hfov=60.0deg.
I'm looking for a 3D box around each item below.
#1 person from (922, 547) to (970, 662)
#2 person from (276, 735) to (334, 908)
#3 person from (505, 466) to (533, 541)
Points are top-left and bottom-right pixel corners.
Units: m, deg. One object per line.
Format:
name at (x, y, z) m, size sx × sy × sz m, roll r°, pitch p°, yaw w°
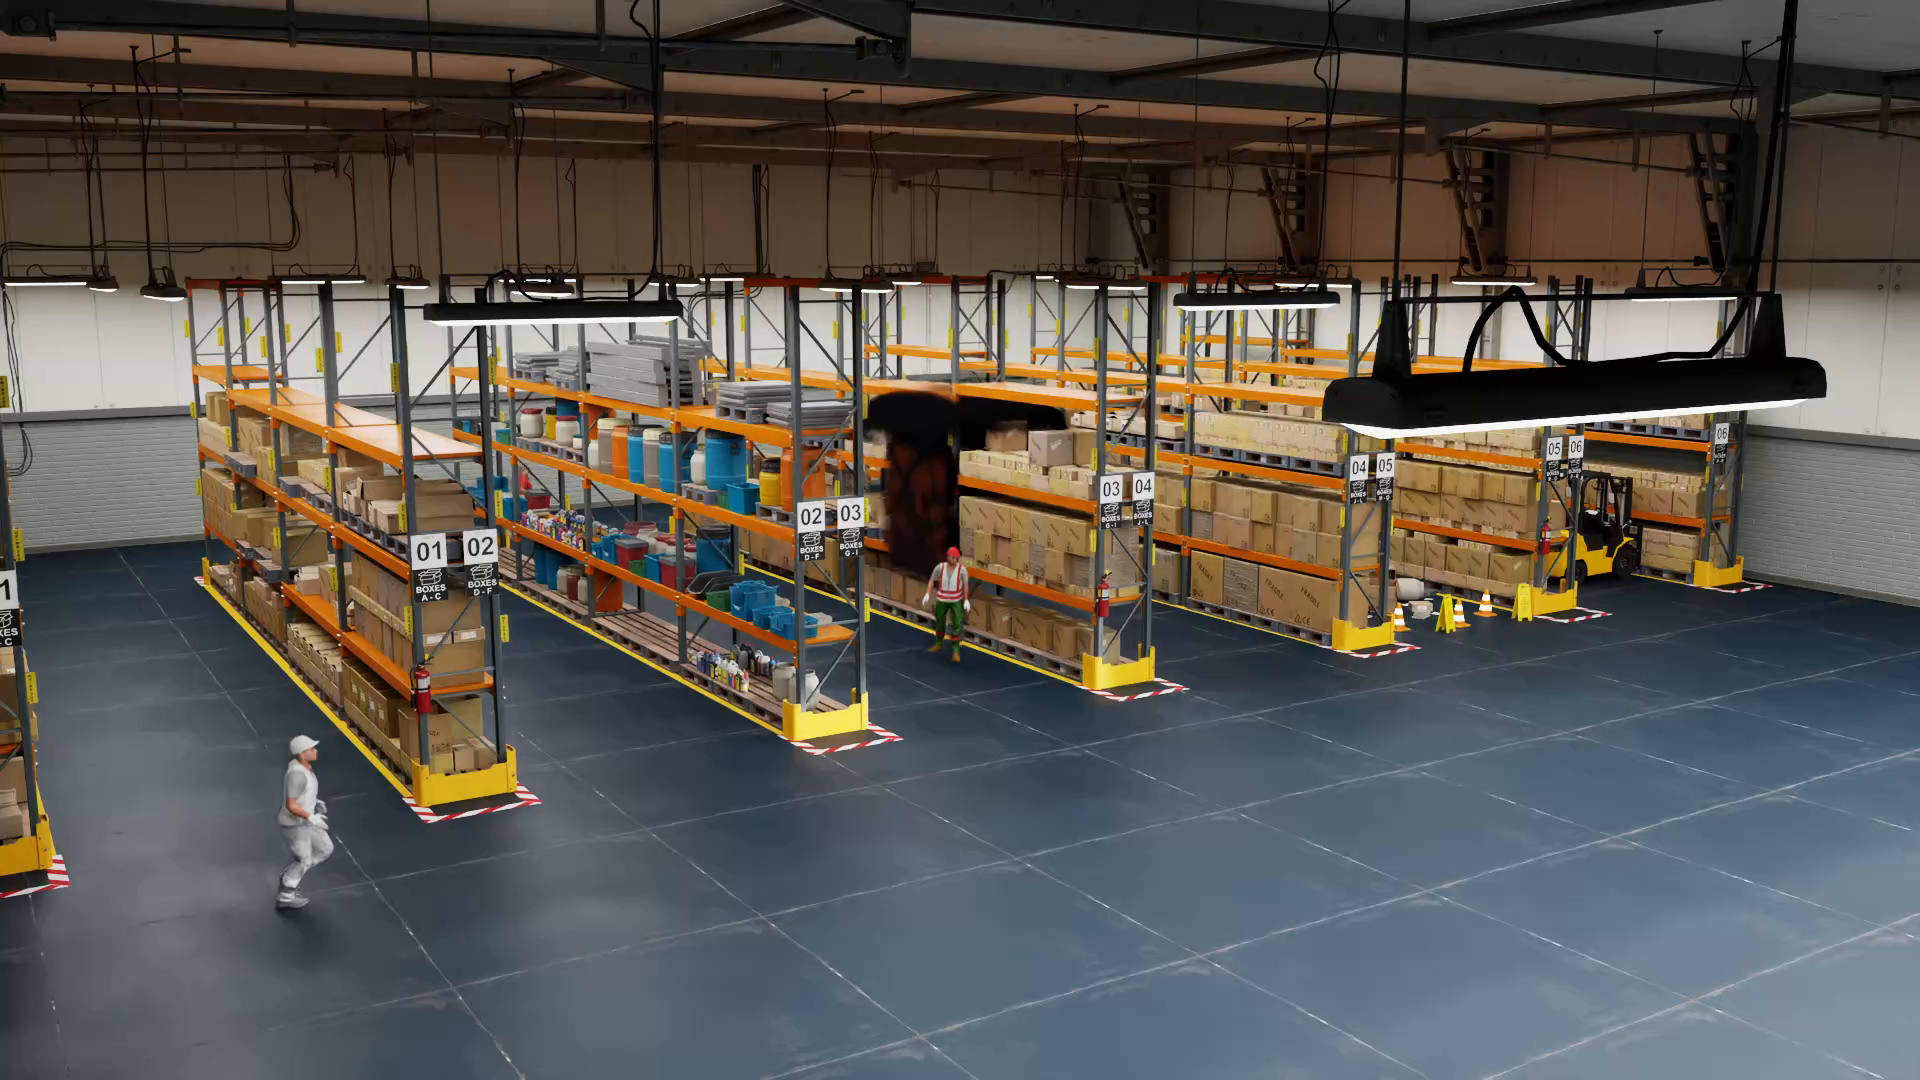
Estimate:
person at (-0.214, 0.976, 26.283) m, size 0.754 × 1.779 × 0.754 m, roll 1°, pitch 10°, yaw 3°
person at (-6.481, 2.765, 16.386) m, size 0.573 × 1.729 × 0.622 m, roll -2°, pitch 10°, yaw -9°
person at (-9.884, -0.837, 37.824) m, size 0.964 × 1.691 × 0.717 m, roll -3°, pitch 10°, yaw -18°
